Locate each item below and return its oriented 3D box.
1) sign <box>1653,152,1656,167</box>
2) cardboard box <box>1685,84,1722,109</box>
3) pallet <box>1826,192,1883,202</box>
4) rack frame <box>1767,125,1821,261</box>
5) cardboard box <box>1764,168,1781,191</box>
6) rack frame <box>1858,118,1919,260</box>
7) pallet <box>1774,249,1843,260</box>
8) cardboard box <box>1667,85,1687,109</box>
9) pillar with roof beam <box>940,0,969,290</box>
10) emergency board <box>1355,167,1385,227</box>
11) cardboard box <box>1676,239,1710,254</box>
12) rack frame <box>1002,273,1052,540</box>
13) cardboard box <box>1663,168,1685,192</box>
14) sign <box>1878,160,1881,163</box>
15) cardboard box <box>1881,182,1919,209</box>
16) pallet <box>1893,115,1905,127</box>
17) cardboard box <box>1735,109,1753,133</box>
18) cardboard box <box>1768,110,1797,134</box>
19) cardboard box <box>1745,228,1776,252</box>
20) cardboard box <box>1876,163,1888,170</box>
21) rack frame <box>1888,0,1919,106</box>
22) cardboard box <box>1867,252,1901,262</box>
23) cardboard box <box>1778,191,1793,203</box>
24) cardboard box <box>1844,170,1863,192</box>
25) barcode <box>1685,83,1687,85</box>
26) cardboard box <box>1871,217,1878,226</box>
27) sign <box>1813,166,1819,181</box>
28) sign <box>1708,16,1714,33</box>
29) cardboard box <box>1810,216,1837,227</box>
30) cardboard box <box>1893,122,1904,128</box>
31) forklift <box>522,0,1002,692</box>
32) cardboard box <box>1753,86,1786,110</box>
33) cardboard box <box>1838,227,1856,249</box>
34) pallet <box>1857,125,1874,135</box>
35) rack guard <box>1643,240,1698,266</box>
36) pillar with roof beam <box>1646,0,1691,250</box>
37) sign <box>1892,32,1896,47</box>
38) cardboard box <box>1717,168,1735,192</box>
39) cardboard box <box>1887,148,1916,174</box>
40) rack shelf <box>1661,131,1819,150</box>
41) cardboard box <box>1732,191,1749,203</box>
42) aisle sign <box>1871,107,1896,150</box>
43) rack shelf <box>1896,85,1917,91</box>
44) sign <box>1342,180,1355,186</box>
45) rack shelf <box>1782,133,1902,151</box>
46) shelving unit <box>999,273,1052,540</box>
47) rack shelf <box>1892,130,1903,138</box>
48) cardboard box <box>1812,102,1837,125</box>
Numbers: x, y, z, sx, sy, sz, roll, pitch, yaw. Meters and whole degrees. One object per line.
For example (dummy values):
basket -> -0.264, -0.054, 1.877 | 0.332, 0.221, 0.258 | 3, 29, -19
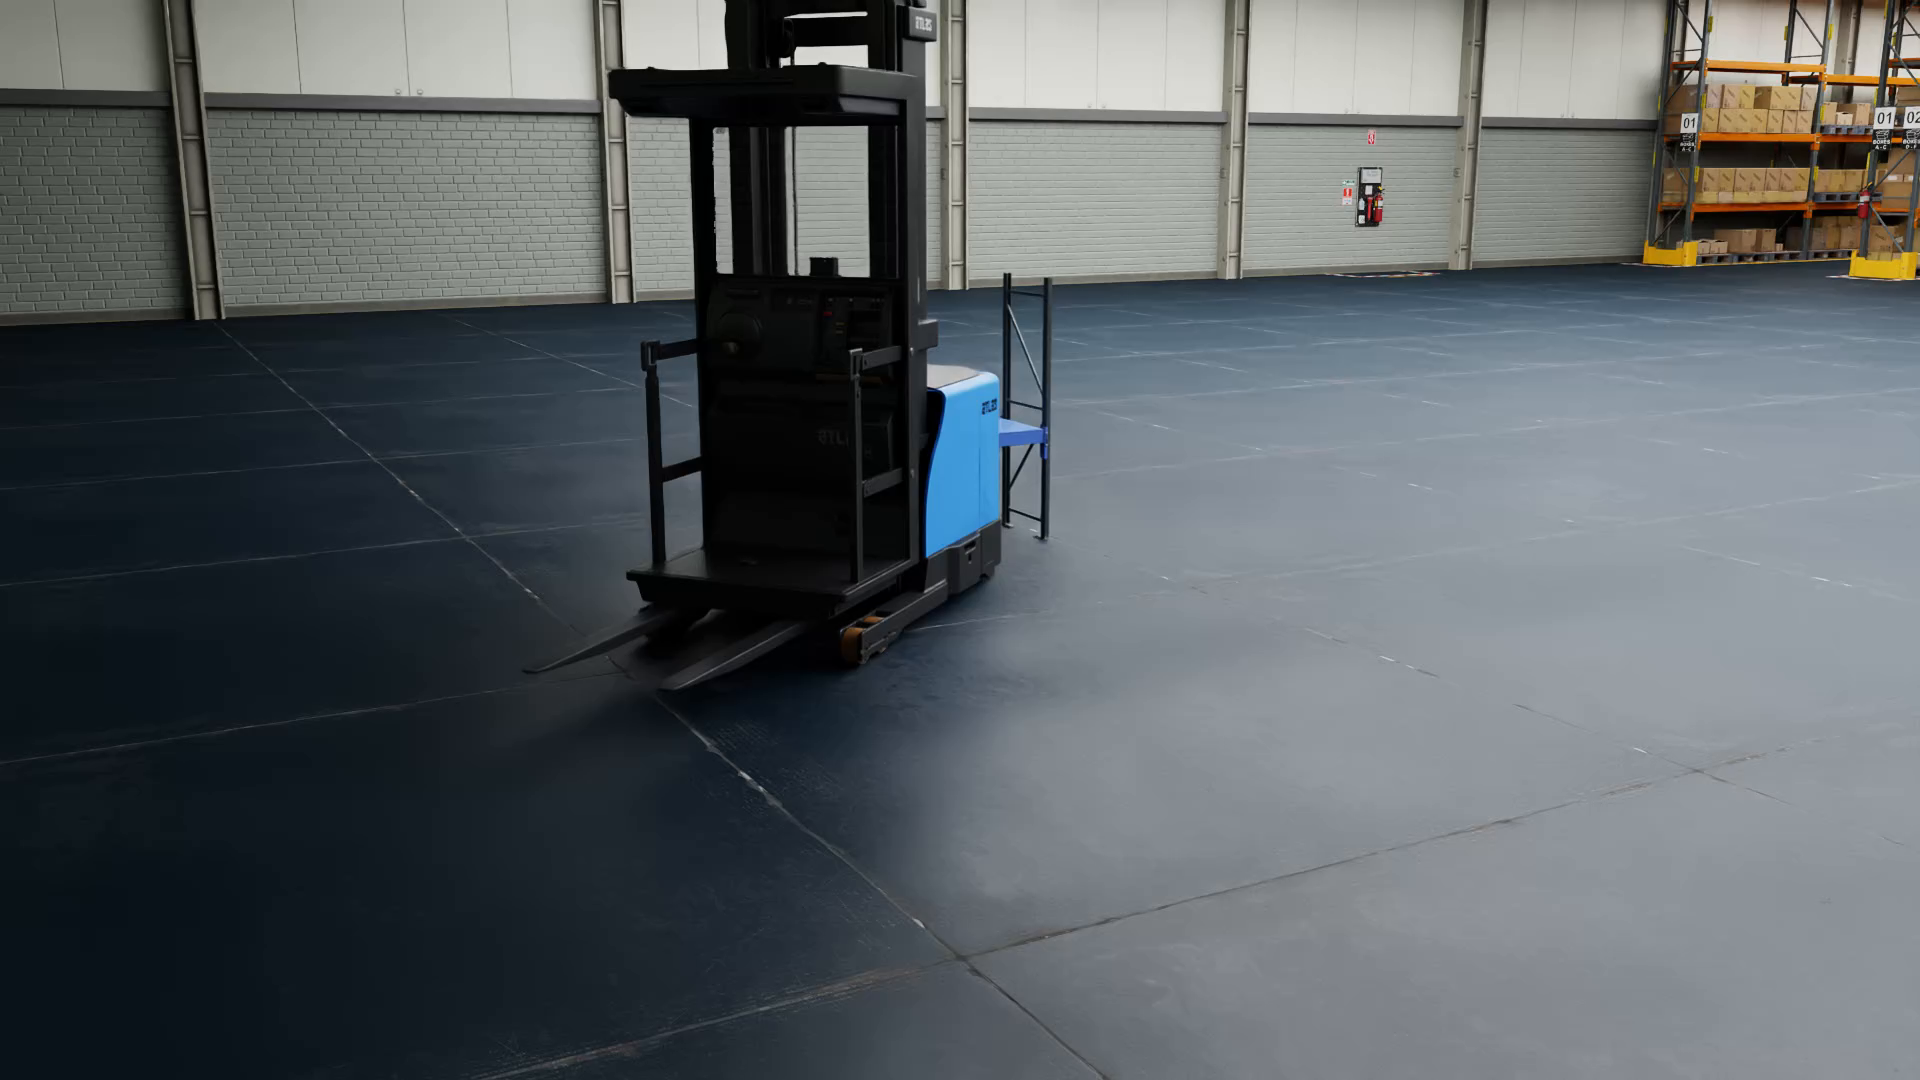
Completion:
sign -> 15.258, -8.341, 36.482 | 0.005, 0.325, 0.100 | -7, 14, -28
cardboard box -> 15.961, -9.516, 35.679 | 0.500, 0.500, 0.500 | -8, 15, -32
pallet -> 20.811, -8.045, 38.960 | 1.213, 0.211, 1.003 | -7, 14, -28
rack frame -> 19.018, -7.933, 38.029 | 0.127, 3.000, 1.000 | -7, 14, -28
cardboard box -> 17.868, -8.022, 37.011 | 0.500, 0.500, 0.500 | -7, 15, -29
rack frame -> 17.884, -6.558, 31.919 | 0.127, 3.000, 1.000 | -7, 14, -28
pallet -> 19.700, -6.655, 38.700 | 1.213, 0.211, 1.003 | -7, 14, -28
cardboard box -> 15.760, -9.618, 36.132 | 0.500, 0.500, 0.500 | -6, 14, -25
pillar with roof beam -> 1.970, -7.957, 24.468 | 0.400, 9.000, 9.100 | -7, 14, -28
emergency board -> 8.253, -6.869, 33.300 | 0.643, 1.169, 0.194 | -7, 14, -28
cardboard box -> 16.157, -6.471, 36.653 | 0.500, 0.311, 0.500 | -9, 15, -34
rack frame -> 0.384, -0.781, 9.663 | 0.032, 1.500, 0.500 | -7, 14, -28
cardboard box -> 15.819, -7.906, 36.494 | 0.500, 0.500, 0.500 | -7, 14, -28
sign -> 22.260, -9.026, 40.246 | 0.005, 0.325, 0.100 | -7, 14, -28
cardboard box -> 18.299, -6.654, 32.115 | 0.500, 0.500, 0.700 | -7, 14, -28
pallet -> 18.517, -8.048, 31.908 | 1.213, 0.211, 1.003 | -7, 14, -28
cardboard box -> 16.862, -9.127, 36.226 | 0.500, 0.500, 0.500 | -6, 14, -25
cardboard box -> 18.243, -9.304, 37.013 | 0.500, 0.500, 0.500 | -8, 15, -33
cardboard box -> 18.126, -6.812, 37.736 | 0.500, 0.500, 0.500 | -8, 15, -32
cardboard box -> 21.965, -8.855, 39.418 | 0.250, 0.149, 0.380 | -10, 16, -37
rack frame -> 22.529, -11.281, 39.240 | 0.127, 3.000, 1.000 | -7, 14, -28
cardboard box -> 18.213, -5.535, 32.679 | 0.500, 0.250, 0.500 | -7, 14, -28
cardboard box -> 18.306, -7.711, 37.337 | 0.500, 0.250, 0.500 | -7, 14, -28
cardboard box -> 20.538, -8.377, 38.768 | 0.500, 0.500, 0.700 | -5, 14, -20
barcode -> 15.890, -9.976, 36.403 | 0.075, 0.075, 0.001 | -7, 14, -28
cardboard box -> 21.391, -7.582, 39.449 | 0.500, 0.250, 0.500 | -7, 14, -27
sign -> 19.284, -8.252, 37.473 | 0.005, 0.325, 0.100 | -7, 14, -28
sign -> 15.767, -10.829, 34.925 | 0.005, 0.325, 0.100 | -7, 14, -28
cardboard box -> 20.041, -7.422, 38.740 | 0.500, 0.250, 0.500 | -7, 15, -29
cardboard box -> 22.026, -9.656, 39.009 | 0.500, 0.311, 0.500 | -7, 14, -28
forklift -> -0.805, -0.993, 7.345 | 1.130, 2.935, 3.031 | 5, 14, 21
cardboard box -> 17.778, -9.722, 36.592 | 0.500, 0.500, 0.500 | -7, 15, -30
cardboard box -> 20.552, -7.119, 39.102 | 0.500, 0.500, 0.700 | -7, 14, -27
pallet -> 20.519, -9.459, 38.405 | 1.003, 0.211, 1.213 | -7, 14, -28
rack guard -> 15.573, -6.301, 36.469 | 0.348, 0.500, 1.175 | -7, 14, -28
pillar with roof beam -> 17.769, -9.850, 32.882 | 0.400, 9.000, 9.100 | -7, 14, -28
sign -> 22.260, -11.921, 39.594 | 0.005, 0.325, 0.100 | -7, 14, -28
cardboard box -> 16.508, -7.857, 36.279 | 0.500, 0.500, 0.500 | -7, 14, -28
cardboard box -> 18.346, -7.292, 31.998 | 0.500, 0.500, 0.700 | -7, 14, -28
rack shelf -> 17.262, -8.835, 36.844 | 4.000, 0.370, 1.077 | -7, 14, -28
cardboard box -> 16.986, -7.549, 36.618 | 0.500, 0.250, 0.500 | -7, 15, -29
aisle sign -> 17.685, -7.876, 31.854 | 0.004, 0.787, 0.394 | -7, 14, -28
rack shelf -> 24.284, -10.945, 40.298 | 4.000, 0.370, 1.077 | -7, 14, -28
sign -> 7.726, -7.106, 33.062 | 0.331, 0.109, 0.001 | -7, 14, -28
rack shelf -> 20.773, -9.256, 38.714 | 4.000, 0.370, 1.077 | -7, 14, -28
shelving unit -> -0.063, -0.728, 9.428 | 1.048, 1.500, 0.538 | -7, 14, -28
rack shelf -> 19.639, -7.881, 32.604 | 4.000, 0.370, 1.077 | -7, 14, -28
cardboard box -> 19.536, -9.693, 37.830 | 0.500, 0.500, 0.500 | -5, 13, -20
